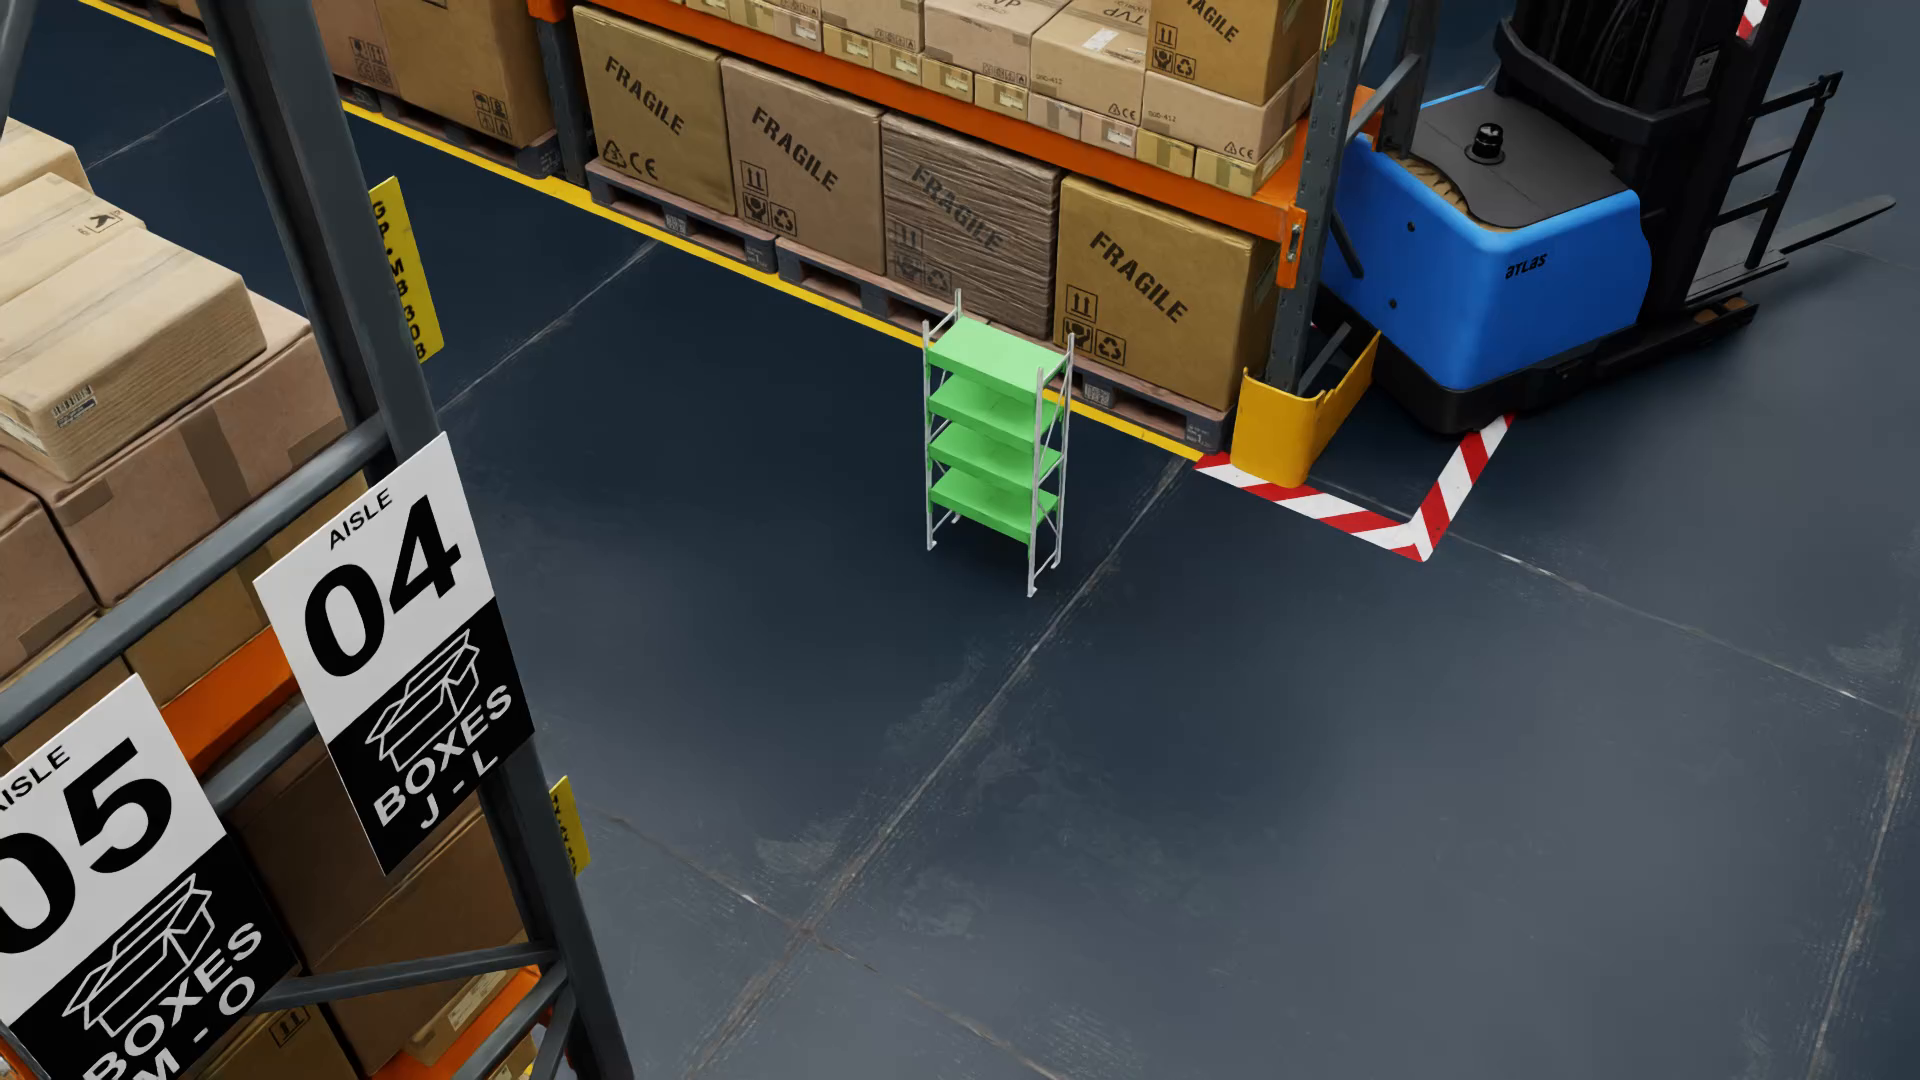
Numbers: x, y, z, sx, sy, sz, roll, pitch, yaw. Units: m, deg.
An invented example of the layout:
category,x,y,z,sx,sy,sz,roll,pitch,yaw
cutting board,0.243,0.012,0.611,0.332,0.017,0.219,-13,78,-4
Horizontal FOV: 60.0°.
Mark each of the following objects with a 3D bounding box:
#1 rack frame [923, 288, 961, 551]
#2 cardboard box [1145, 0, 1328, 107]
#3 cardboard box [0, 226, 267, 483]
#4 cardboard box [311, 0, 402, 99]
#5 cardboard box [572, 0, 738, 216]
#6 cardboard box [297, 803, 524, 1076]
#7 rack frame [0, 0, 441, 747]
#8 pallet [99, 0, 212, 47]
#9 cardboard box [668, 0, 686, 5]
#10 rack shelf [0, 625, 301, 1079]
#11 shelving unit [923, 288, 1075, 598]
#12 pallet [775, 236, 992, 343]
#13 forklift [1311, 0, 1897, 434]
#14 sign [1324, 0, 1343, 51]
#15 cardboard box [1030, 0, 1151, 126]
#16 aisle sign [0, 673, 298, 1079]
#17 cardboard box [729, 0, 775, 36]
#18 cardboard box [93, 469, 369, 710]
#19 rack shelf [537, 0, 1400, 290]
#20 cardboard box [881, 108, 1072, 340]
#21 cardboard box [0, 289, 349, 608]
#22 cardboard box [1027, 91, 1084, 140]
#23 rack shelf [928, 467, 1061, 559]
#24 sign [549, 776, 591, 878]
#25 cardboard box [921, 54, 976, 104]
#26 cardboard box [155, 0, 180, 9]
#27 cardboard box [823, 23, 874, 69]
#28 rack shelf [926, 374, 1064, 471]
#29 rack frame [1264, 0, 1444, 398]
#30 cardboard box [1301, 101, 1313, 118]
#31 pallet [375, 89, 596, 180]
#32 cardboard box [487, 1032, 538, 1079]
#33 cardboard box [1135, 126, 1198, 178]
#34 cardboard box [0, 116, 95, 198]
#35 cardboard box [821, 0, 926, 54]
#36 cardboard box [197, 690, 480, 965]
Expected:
category,x,y,z,sx,sy,sz,roll,pitch,yaw
rack frame,-0.066,-0.449,6.571,0.015,1.200,0.240,25,51,22
cardboard box,1.048,-2.021,6.219,0.500,0.500,0.500,25,51,23
cardboard box,-1.312,-0.293,2.551,0.250,0.149,0.380,24,51,22
cardboard box,-3.069,-3.214,9.192,0.875,0.875,1.225,23,50,21
cardboard box,-1.254,-2.329,8.332,0.875,0.875,0.875,25,51,22
cardboard box,-1.391,0.798,3.828,0.500,0.500,0.500,27,52,24
rack frame,-1.162,-0.814,1.488,0.127,3.000,1.000,25,51,22
pallet,-4.511,-3.453,10.180,1.213,0.211,1.003,25,51,22
cardboard box,-1.254,-2.621,7.602,0.250,0.149,0.380,26,51,23
rack shelf,-2.846,-0.292,3.574,4.000,0.370,1.077,25,51,22
shelving unit,0.139,-0.354,6.479,0.503,1.200,0.258,25,51,22
pallet,-0.138,-1.442,8.226,1.213,0.211,1.003,25,51,22
forklift,3.195,-2.257,7.122,3.031,2.935,1.130,-21,49,-19
sign,1.296,-1.842,5.698,0.005,0.325,0.100,25,51,22
cardboard box,0.623,-1.954,6.676,0.500,0.250,0.500,24,50,21
aisle sign,-1.263,0.580,2.504,0.004,0.787,0.394,25,51,22
cardboard box,-0.816,-2.421,7.408,0.250,0.149,0.380,24,50,22
cardboard box,-1.402,-0.045,2.937,0.500,0.250,0.500,26,51,23
rack shelf,-0.083,-2.202,7.522,4.000,0.370,1.077,25,51,22
cardboard box,0.253,-1.636,7.659,0.875,0.875,0.875,25,51,22
cardboard box,-1.400,-0.221,2.760,0.500,0.250,0.500,25,51,23
cardboard box,0.482,-1.825,6.829,0.250,0.149,0.380,26,51,23
rack shelf,0.139,-0.142,6.697,0.480,0.148,0.258,25,51,22
sign,-0.870,0.647,3.648,0.005,0.325,0.100,25,51,22
cardboard box,0.044,-2.025,7.023,0.250,0.149,0.380,25,51,22
cardboard box,-4.564,-3.902,9.861,0.875,0.875,1.225,22,50,20
cardboard box,-0.384,-2.222,7.214,0.250,0.149,0.380,23,50,21
rack shelf,0.139,-0.477,6.353,0.480,0.148,0.258,25,51,22
rack frame,1.600,-1.678,6.511,0.127,3.000,1.000,25,51,22
cardboard box,1.480,-1.928,6.929,0.250,0.149,0.380,25,51,23
pallet,-2.457,-2.509,9.262,1.213,0.211,1.003,25,51,22
cardboard box,-1.420,1.508,4.695,0.250,0.149,0.380,23,50,20
cardboard box,0.903,-1.630,6.639,0.250,0.149,0.380,25,51,22
cardboard box,-1.706,-0.551,2.802,0.250,0.149,0.380,25,51,22
cardboard box,-0.247,-2.350,7.061,0.500,0.250,0.500,25,51,22
cardboard box,-1.397,0.456,3.463,0.500,0.500,0.500,24,51,22
